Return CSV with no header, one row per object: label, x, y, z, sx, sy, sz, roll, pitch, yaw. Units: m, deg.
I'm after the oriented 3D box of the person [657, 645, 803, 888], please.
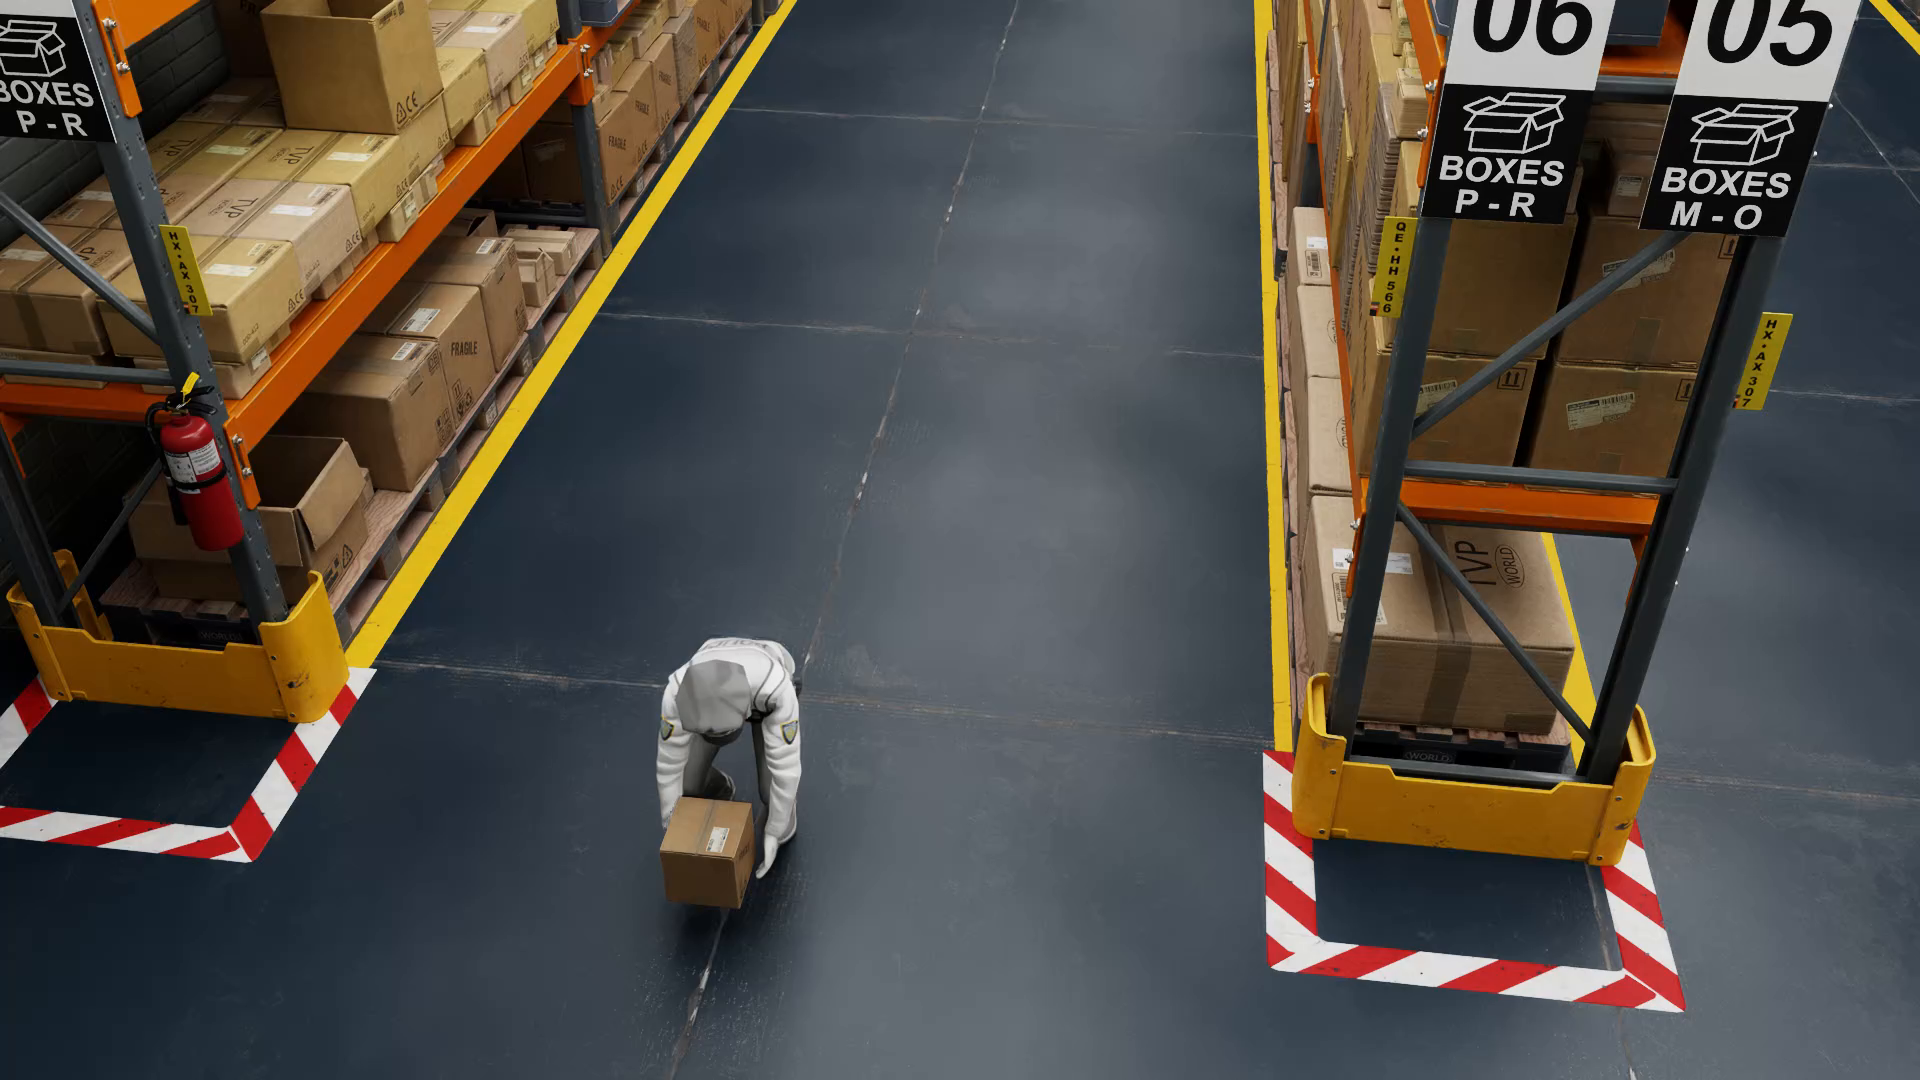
person,-0.768,0.696,5.765,0.497,1.005,0.821,4,37,6
